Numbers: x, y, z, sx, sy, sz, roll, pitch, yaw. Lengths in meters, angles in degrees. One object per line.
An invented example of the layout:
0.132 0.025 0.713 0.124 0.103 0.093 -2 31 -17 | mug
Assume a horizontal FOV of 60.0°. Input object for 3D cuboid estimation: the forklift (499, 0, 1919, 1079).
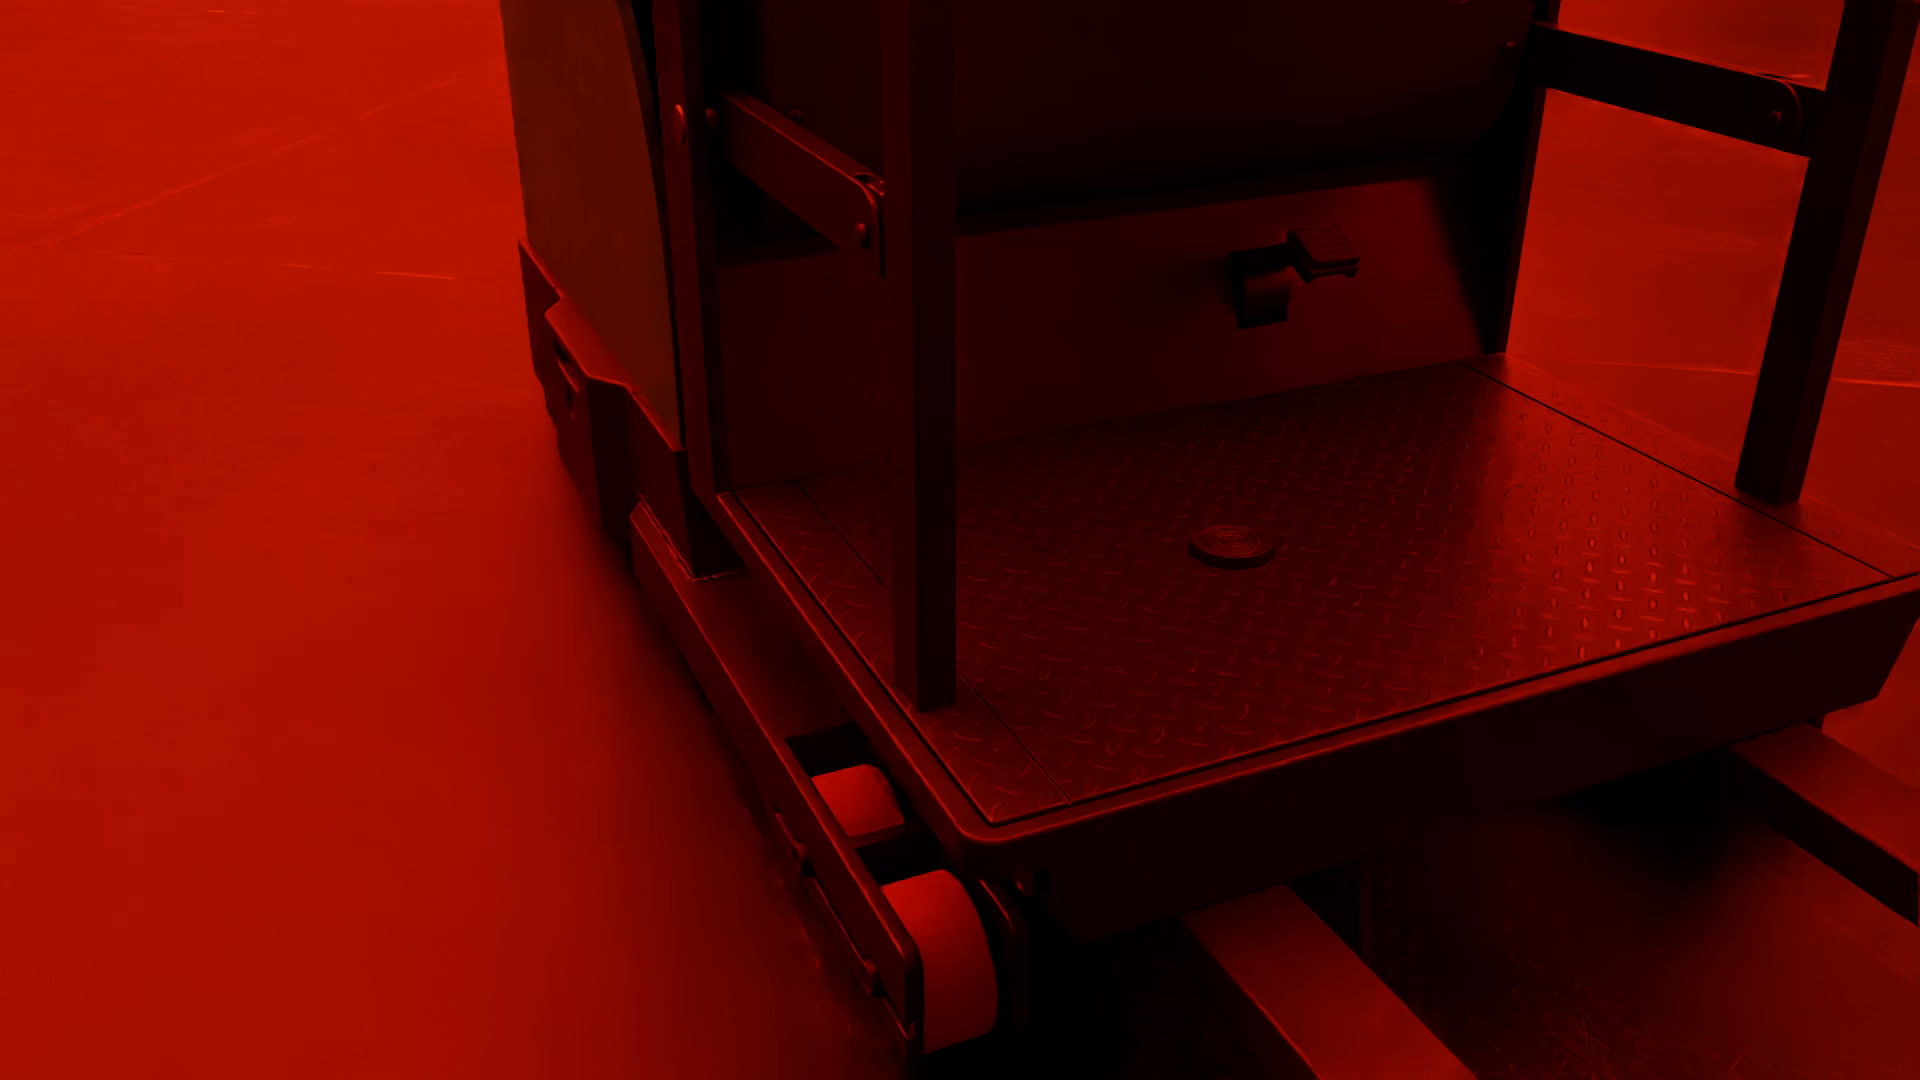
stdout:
0.311 -1.053 1.334 1.130 2.935 3.031 -11 29 -21 | forklift
